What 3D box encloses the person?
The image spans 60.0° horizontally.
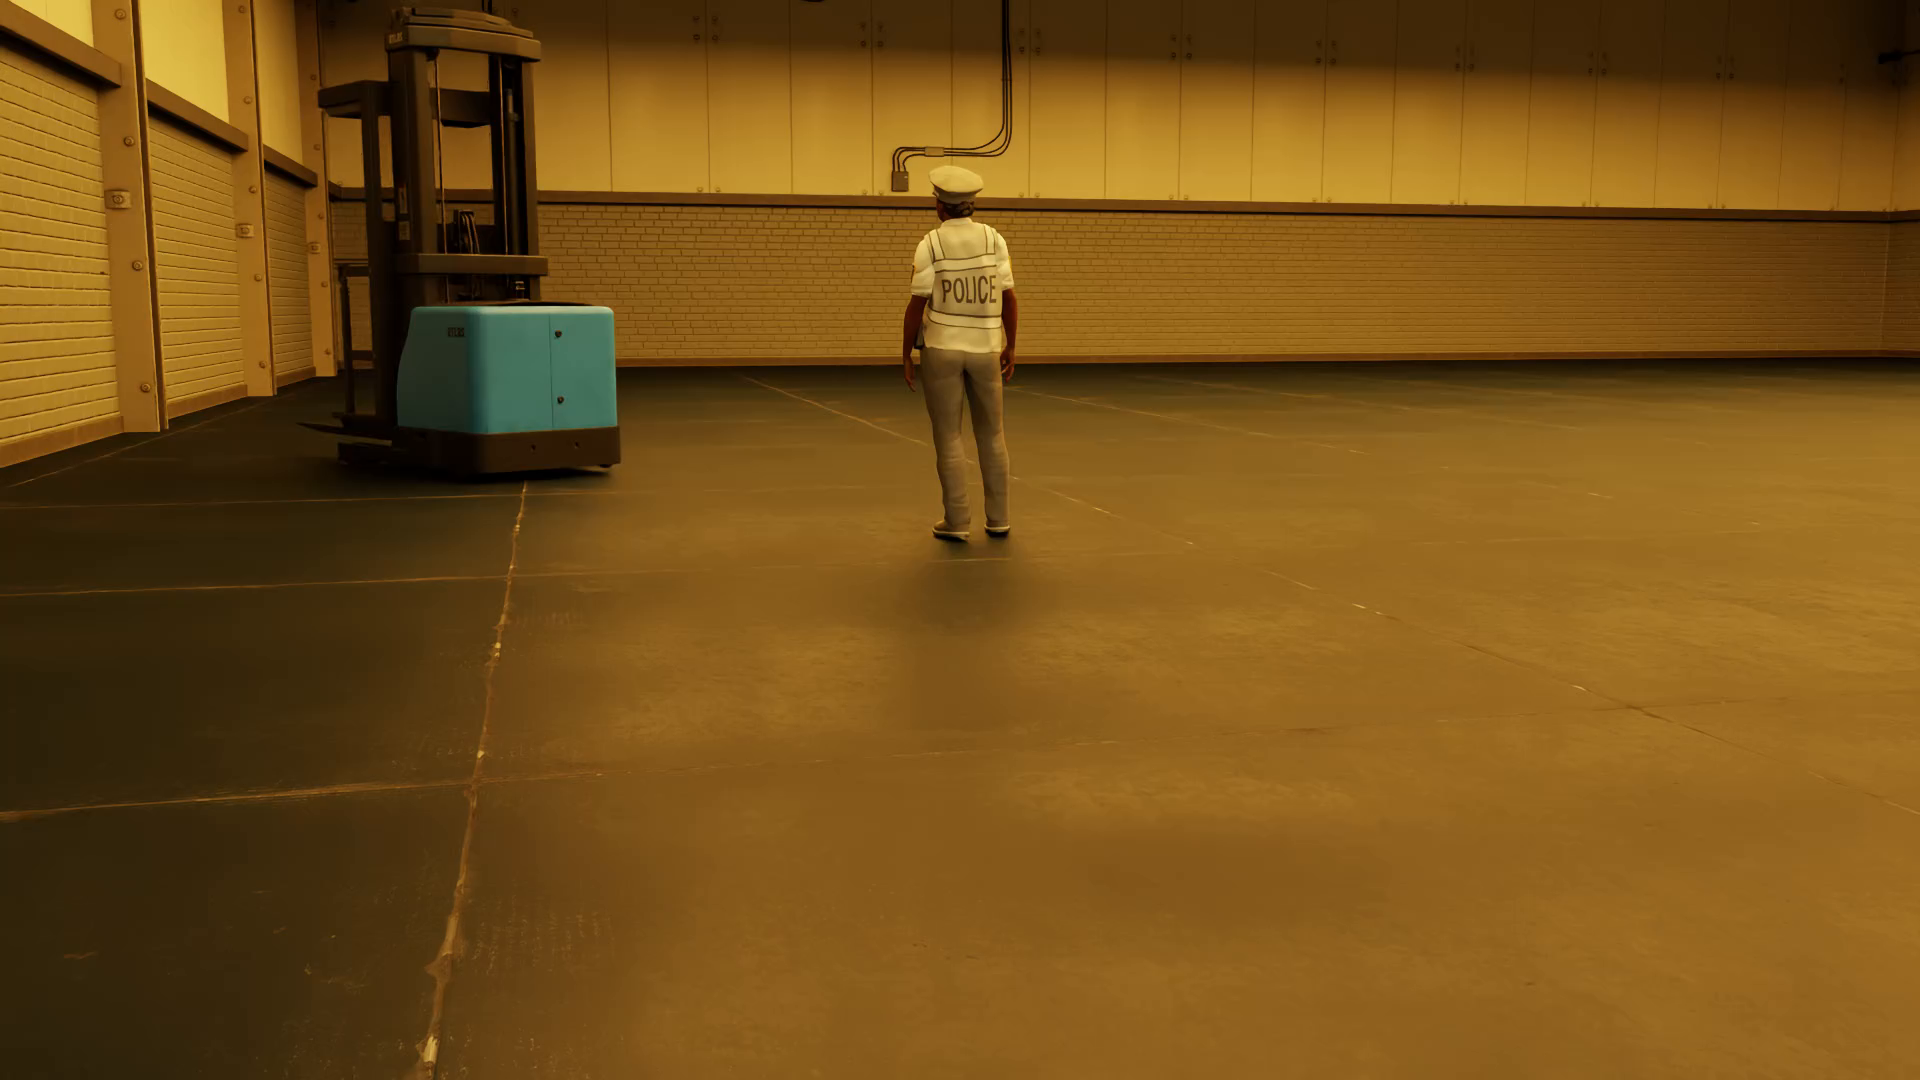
[{"bbox_3d":[0.002,-0.857,7.665,0.569,1.695,0.530,-2,8,-13],"label":"person"}]

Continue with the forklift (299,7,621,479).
[{"bbox_3d":[-3.580,-1.976,11.246,1.130,2.935,3.031,-8,11,-44],"label":"forklift"}]
